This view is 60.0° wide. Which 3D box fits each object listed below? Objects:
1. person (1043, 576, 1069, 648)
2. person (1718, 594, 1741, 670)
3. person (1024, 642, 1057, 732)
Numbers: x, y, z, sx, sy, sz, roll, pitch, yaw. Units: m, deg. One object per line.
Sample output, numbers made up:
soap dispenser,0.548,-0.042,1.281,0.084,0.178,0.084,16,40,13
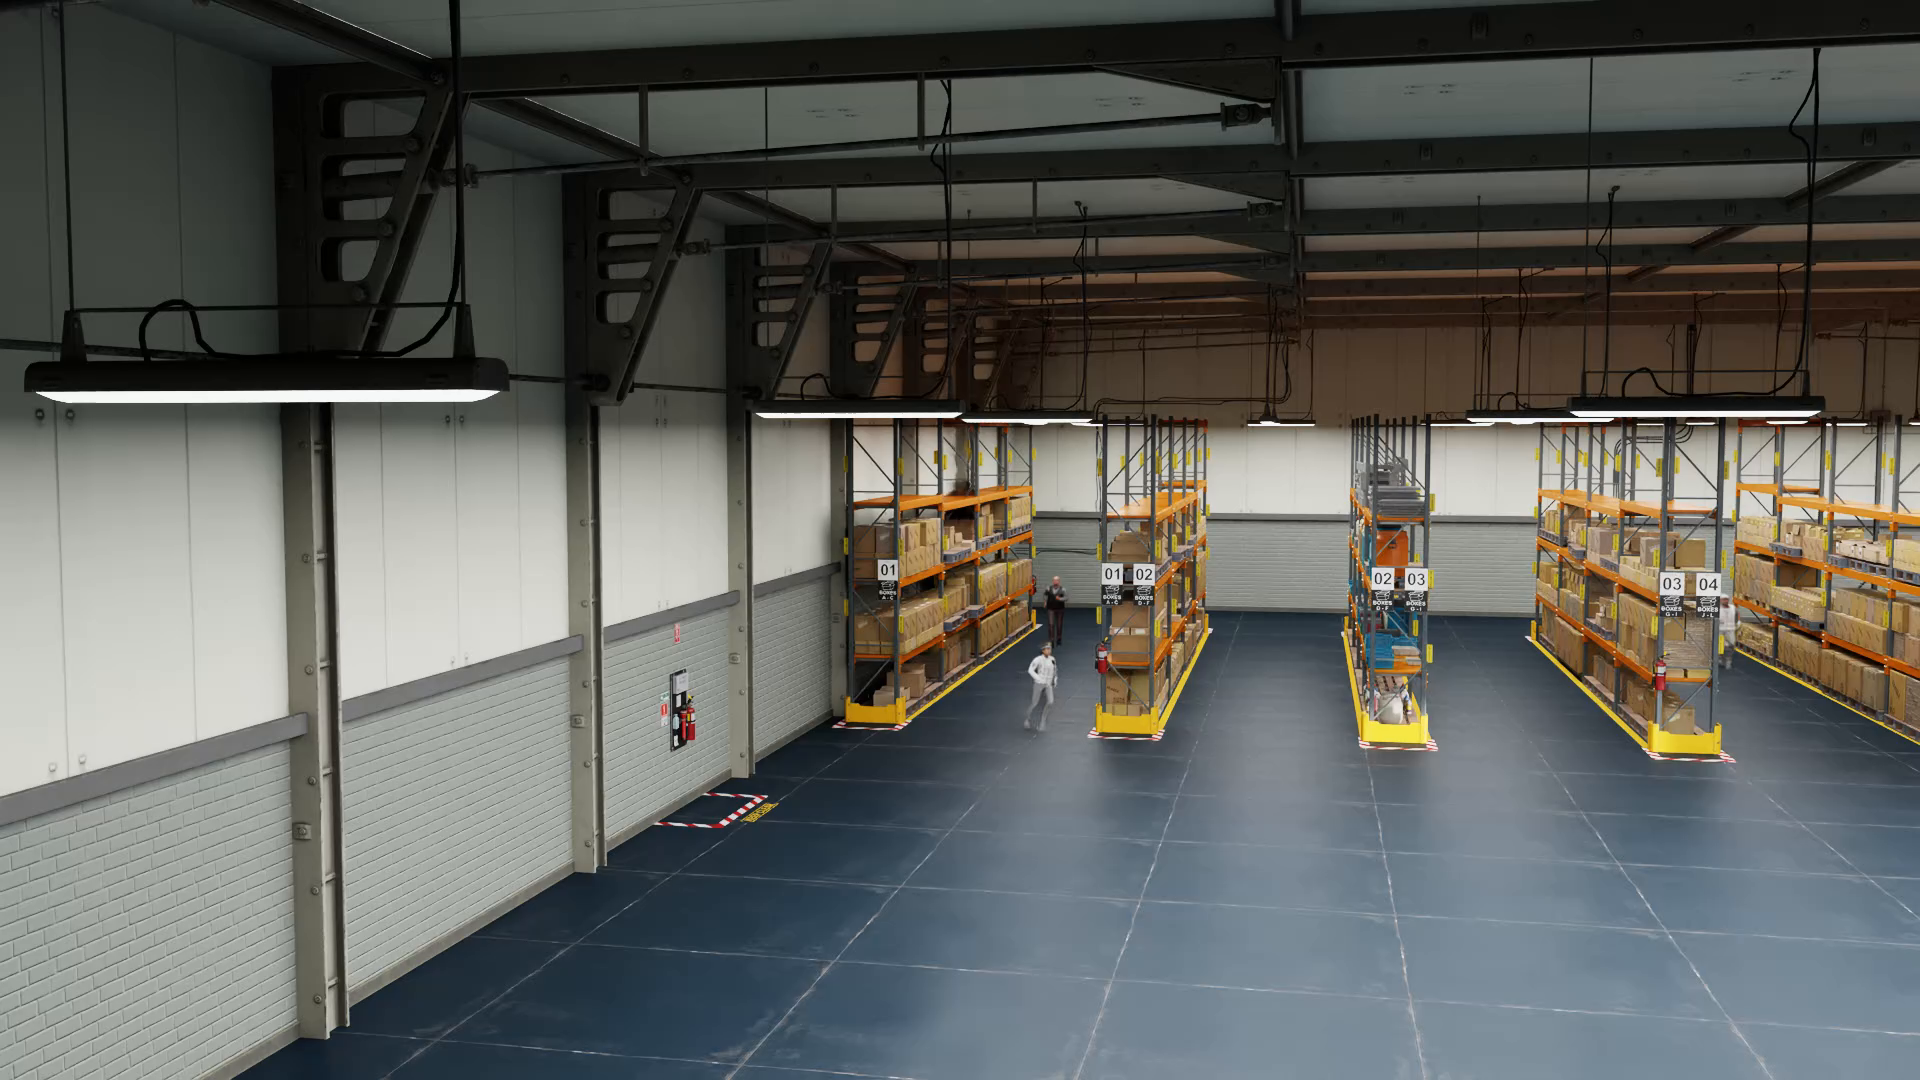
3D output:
person,2.387,1.779,41.506,0.644,1.745,0.841,0,4,5
person,18.384,2.193,39.915,0.687,1.805,0.765,1,4,18
person,1.596,2.788,31.734,0.674,1.703,0.670,-1,4,-21
